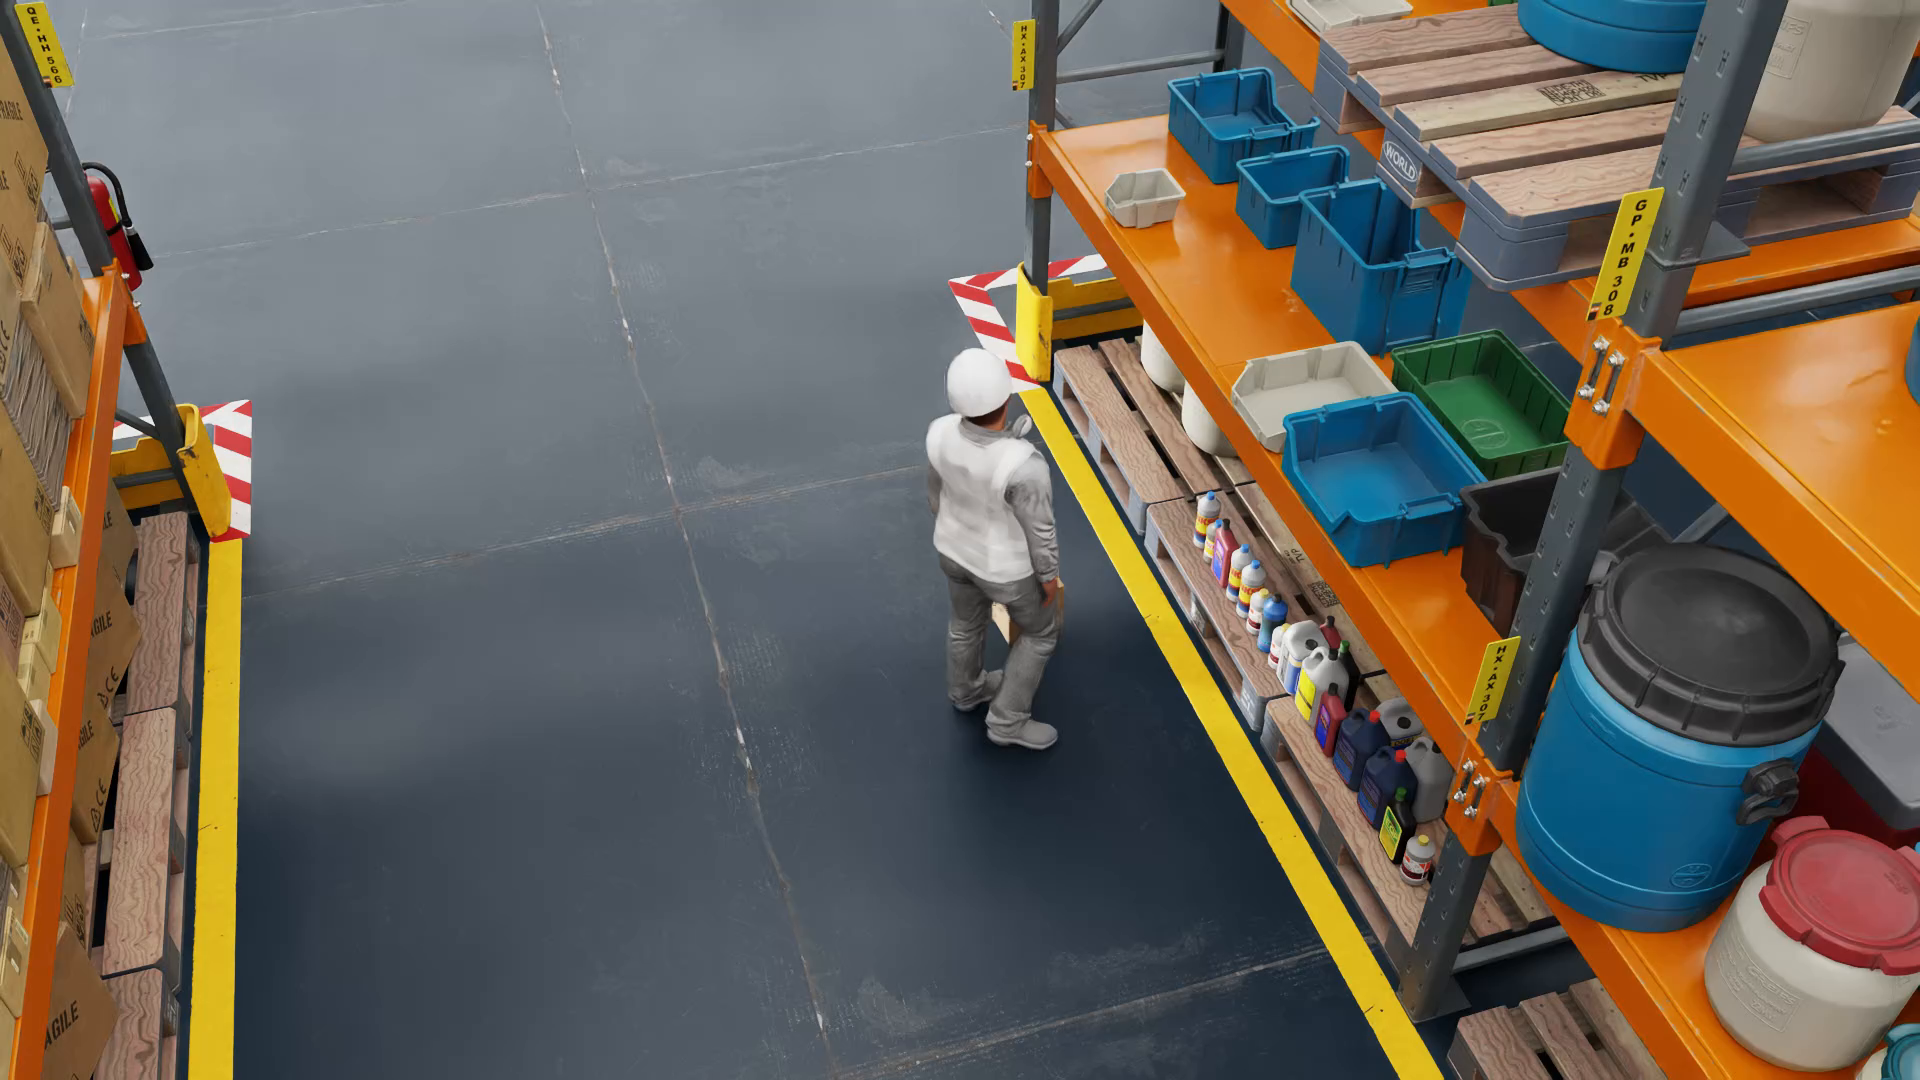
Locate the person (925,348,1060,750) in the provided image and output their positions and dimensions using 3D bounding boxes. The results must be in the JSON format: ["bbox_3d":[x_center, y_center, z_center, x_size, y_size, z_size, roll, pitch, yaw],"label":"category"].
[{"bbox_3d":[0.134,0.033,6.090,0.584,1.773,0.388,31,50,30],"label":"person"}]
